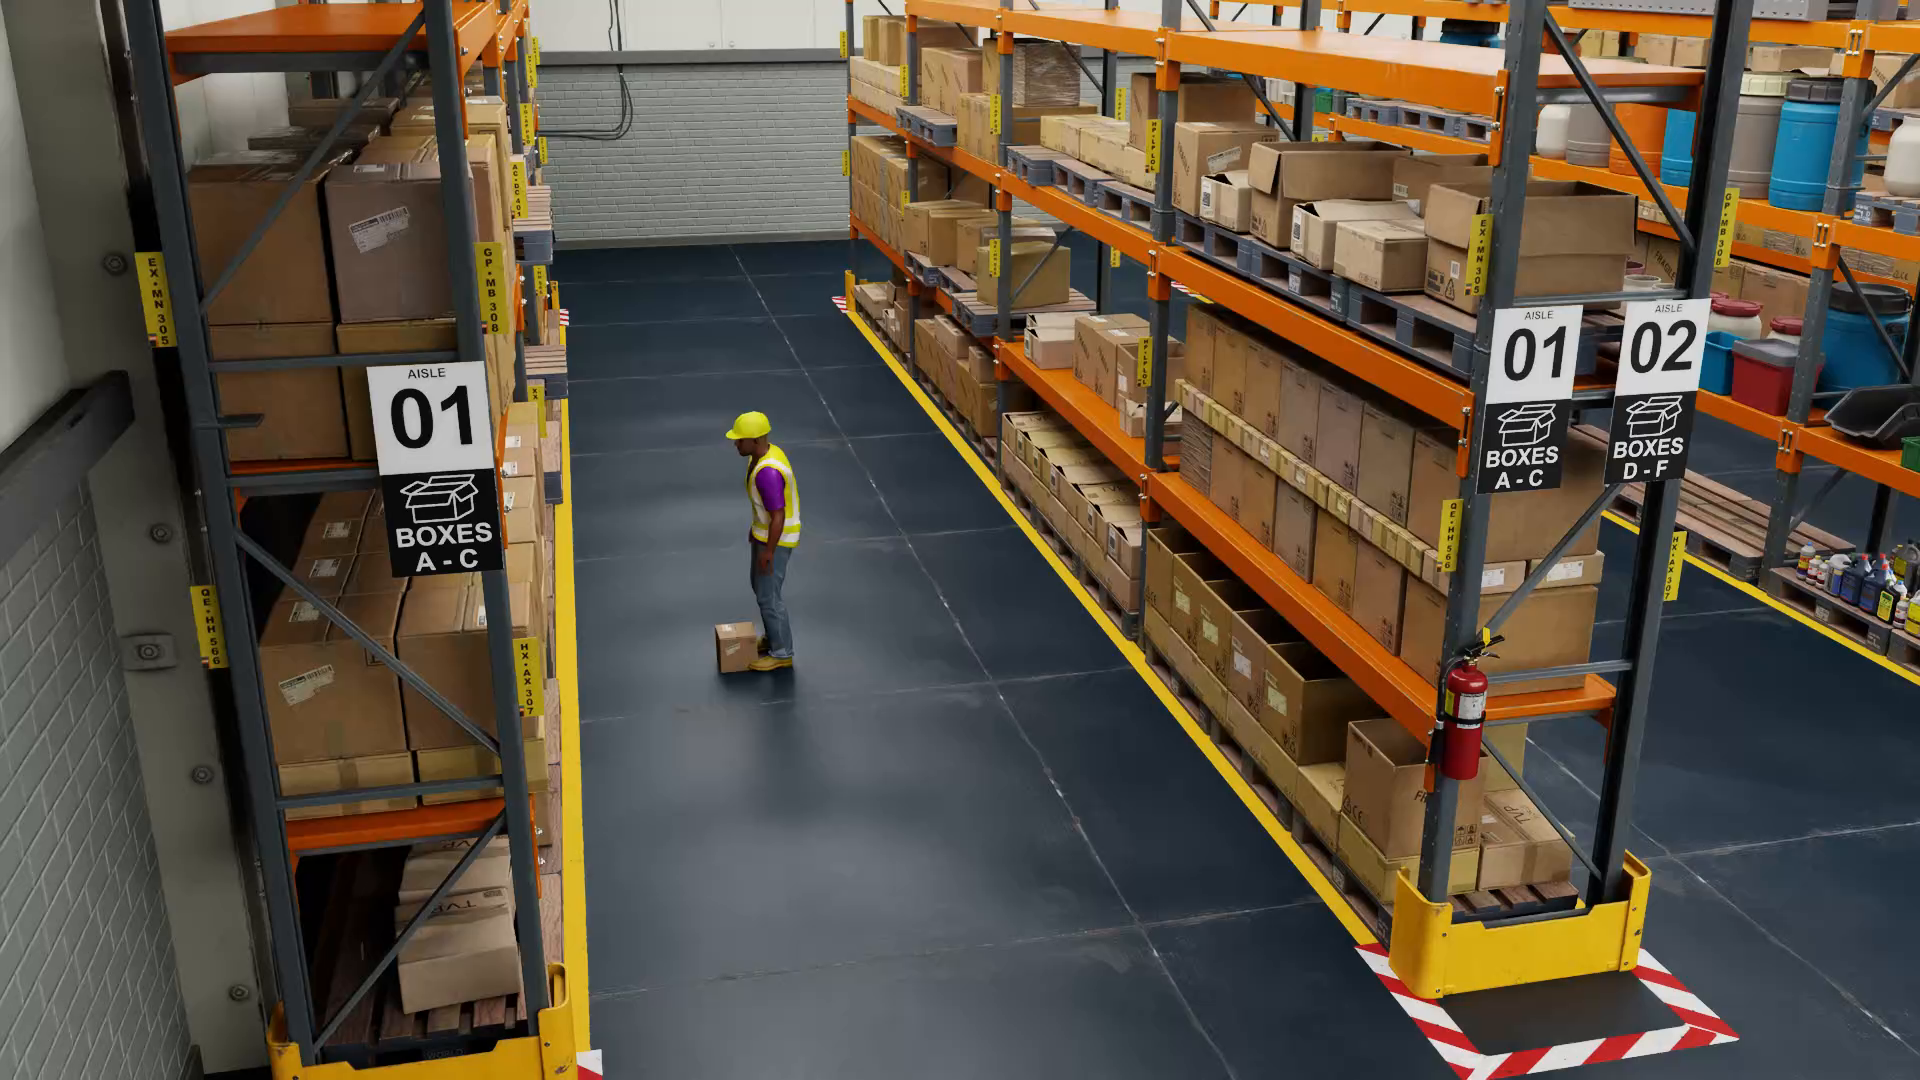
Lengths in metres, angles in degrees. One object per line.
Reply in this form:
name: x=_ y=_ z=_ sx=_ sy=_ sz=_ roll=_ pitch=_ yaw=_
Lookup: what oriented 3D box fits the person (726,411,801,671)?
person: x=-1.294 y=-0.007 z=11.067 sx=0.458 sy=1.757 sz=0.628 roll=-4 pitch=20 yaw=-12
